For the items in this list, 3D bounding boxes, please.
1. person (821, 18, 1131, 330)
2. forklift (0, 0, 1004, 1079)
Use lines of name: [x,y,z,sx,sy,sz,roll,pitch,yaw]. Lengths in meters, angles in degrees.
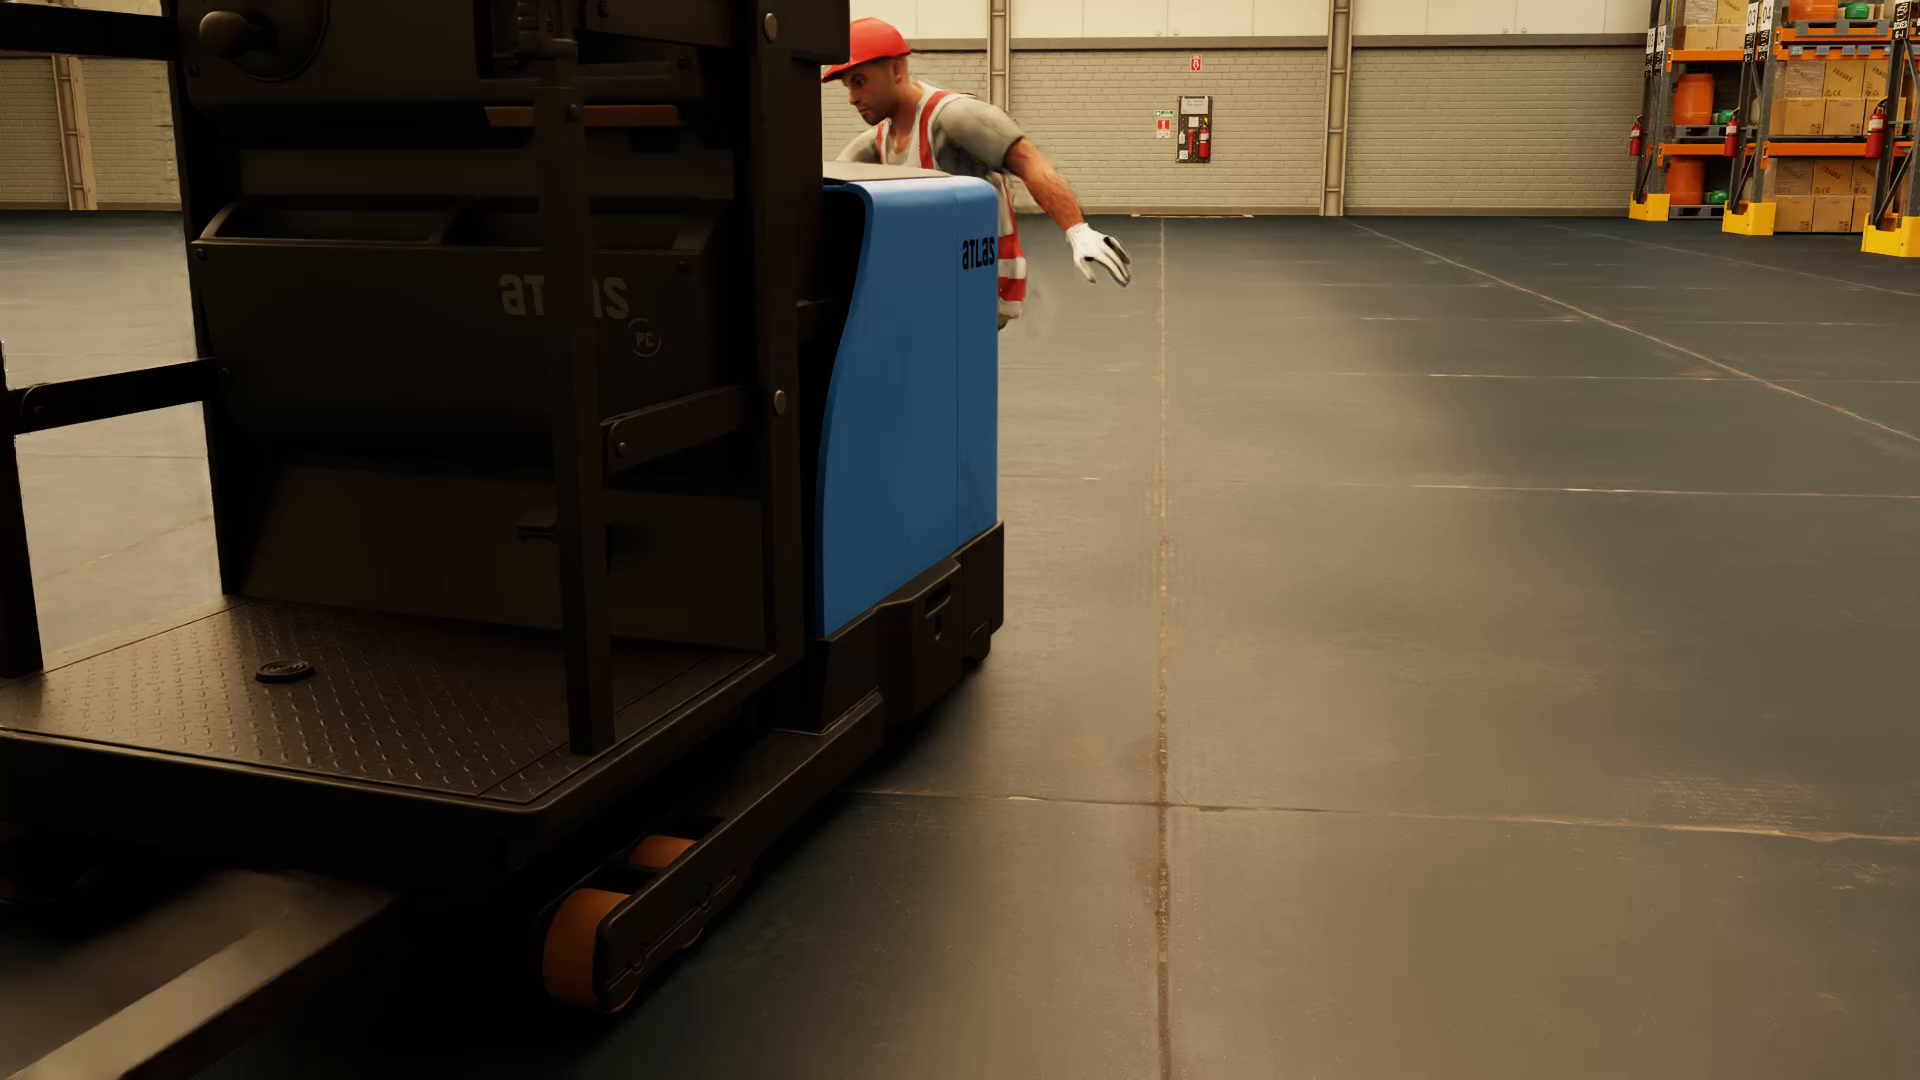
person: [-0.204,-0.697,4.681,0.965,1.507,1.087,-7,15,-28]
forklift: [-0.864,-0.895,2.340,1.130,2.935,3.031,5,14,19]
